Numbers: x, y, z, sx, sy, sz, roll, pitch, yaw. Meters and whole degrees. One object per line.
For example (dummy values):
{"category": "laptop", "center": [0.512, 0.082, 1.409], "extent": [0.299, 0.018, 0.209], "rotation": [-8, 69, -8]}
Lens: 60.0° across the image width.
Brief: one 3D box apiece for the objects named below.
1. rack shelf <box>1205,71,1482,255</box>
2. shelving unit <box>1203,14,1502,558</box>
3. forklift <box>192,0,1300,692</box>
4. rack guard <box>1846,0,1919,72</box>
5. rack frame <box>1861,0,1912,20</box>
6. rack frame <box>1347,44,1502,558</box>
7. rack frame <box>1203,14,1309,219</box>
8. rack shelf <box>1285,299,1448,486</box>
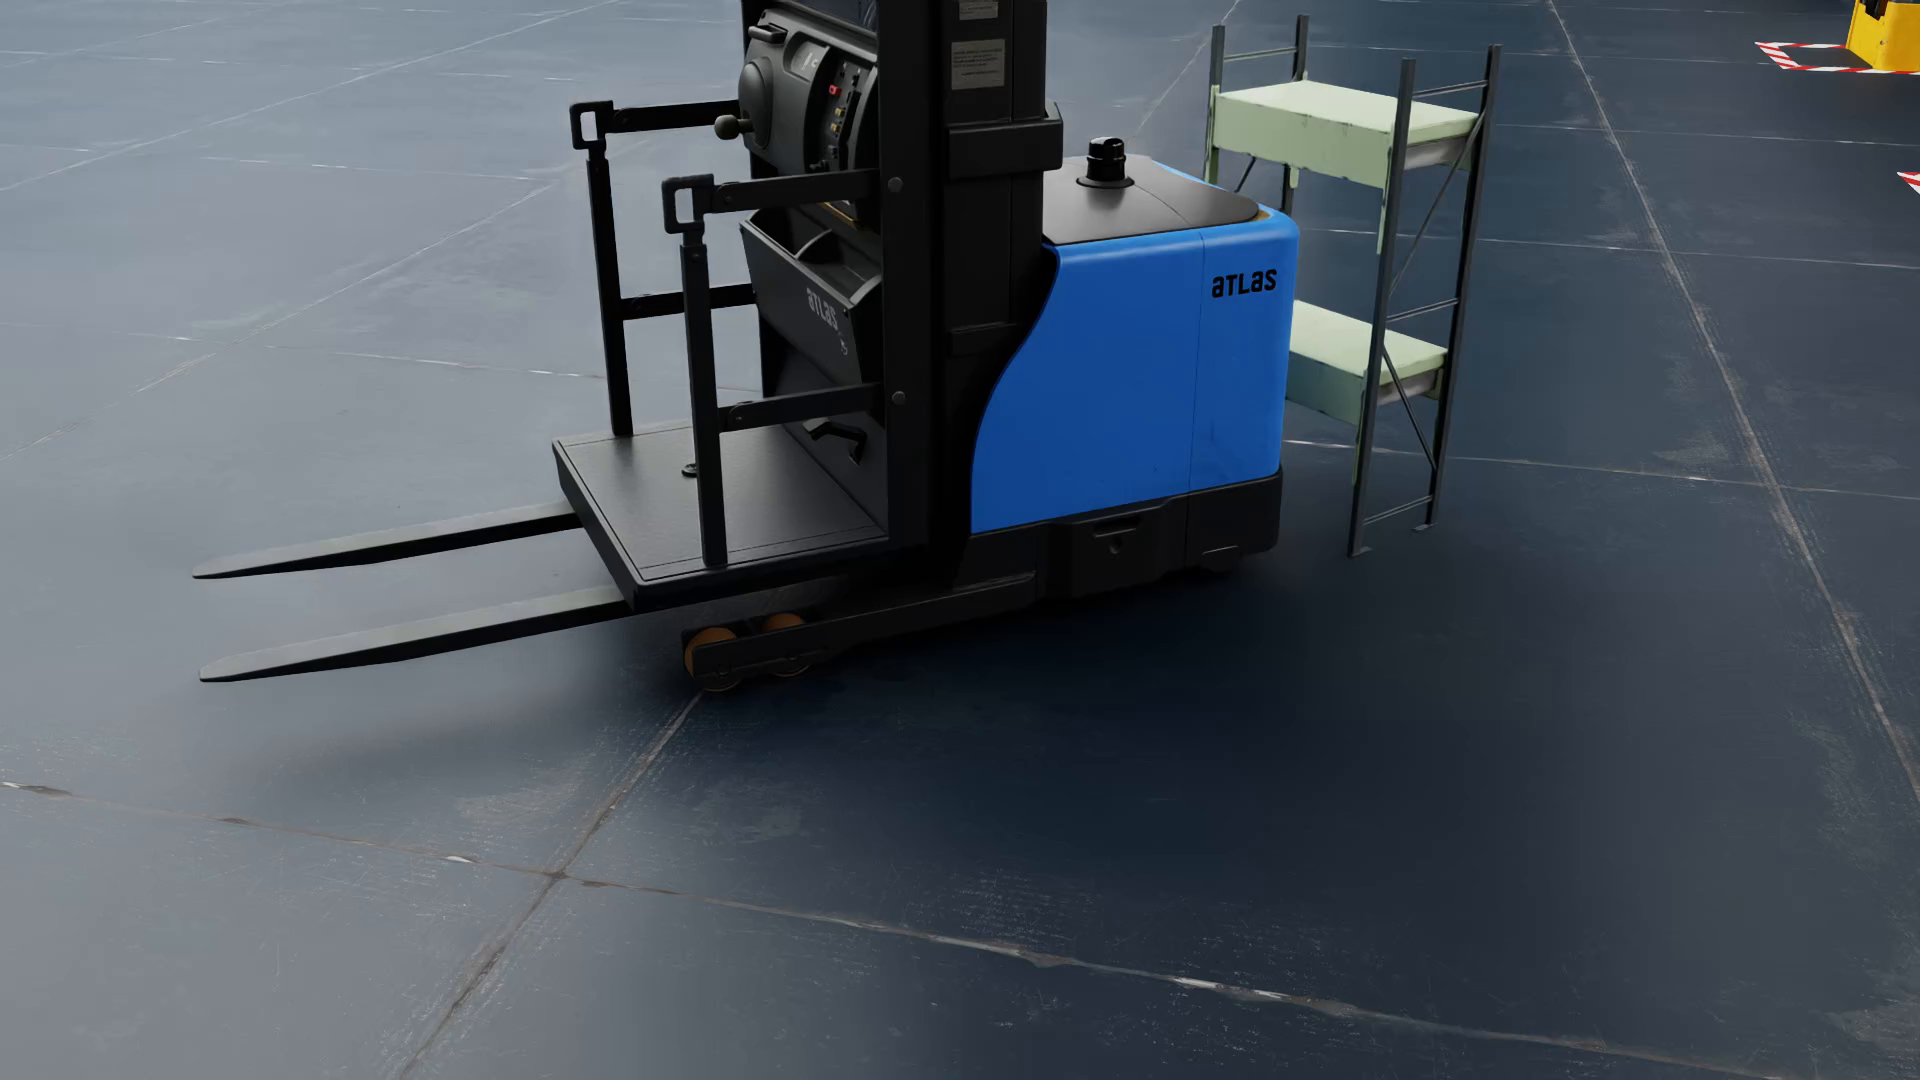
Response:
{"category": "rack shelf", "center": [1.149, -1.155, 5.023], "extent": [0.431, 0.370, 0.720], "rotation": [-17, 31, -32]}
{"category": "shelving unit", "center": [1.149, -0.802, 5.190], "extent": [0.431, 1.500, 0.755], "rotation": [-17, 31, -32]}
{"category": "forklift", "center": [-0.592, -1.180, 4.318], "extent": [3.031, 2.935, 1.130], "rotation": [-11, 28, -22]}
{"category": "rack guard", "center": [7.423, -4.093, 13.265], "extent": [0.348, 0.500, 1.175], "rotation": [6, 26, 13]}
{"category": "rack frame", "center": [7.349, -5.230, 12.745], "extent": [0.127, 3.000, 1.000], "rotation": [6, 26, 13]}
{"category": "rack frame", "center": [1.365, -0.675, 4.924], "extent": [0.400, 1.500, 0.023], "rotation": [-17, 31, -32]}
{"category": "rack frame", "center": [0.932, -0.929, 5.457], "extent": [0.400, 1.500, 0.023], "rotation": [-17, 31, -32]}
{"category": "rack shelf", "center": [1.148, -0.508, 5.331], "extent": [0.431, 0.370, 0.720], "rotation": [-17, 31, -32]}
